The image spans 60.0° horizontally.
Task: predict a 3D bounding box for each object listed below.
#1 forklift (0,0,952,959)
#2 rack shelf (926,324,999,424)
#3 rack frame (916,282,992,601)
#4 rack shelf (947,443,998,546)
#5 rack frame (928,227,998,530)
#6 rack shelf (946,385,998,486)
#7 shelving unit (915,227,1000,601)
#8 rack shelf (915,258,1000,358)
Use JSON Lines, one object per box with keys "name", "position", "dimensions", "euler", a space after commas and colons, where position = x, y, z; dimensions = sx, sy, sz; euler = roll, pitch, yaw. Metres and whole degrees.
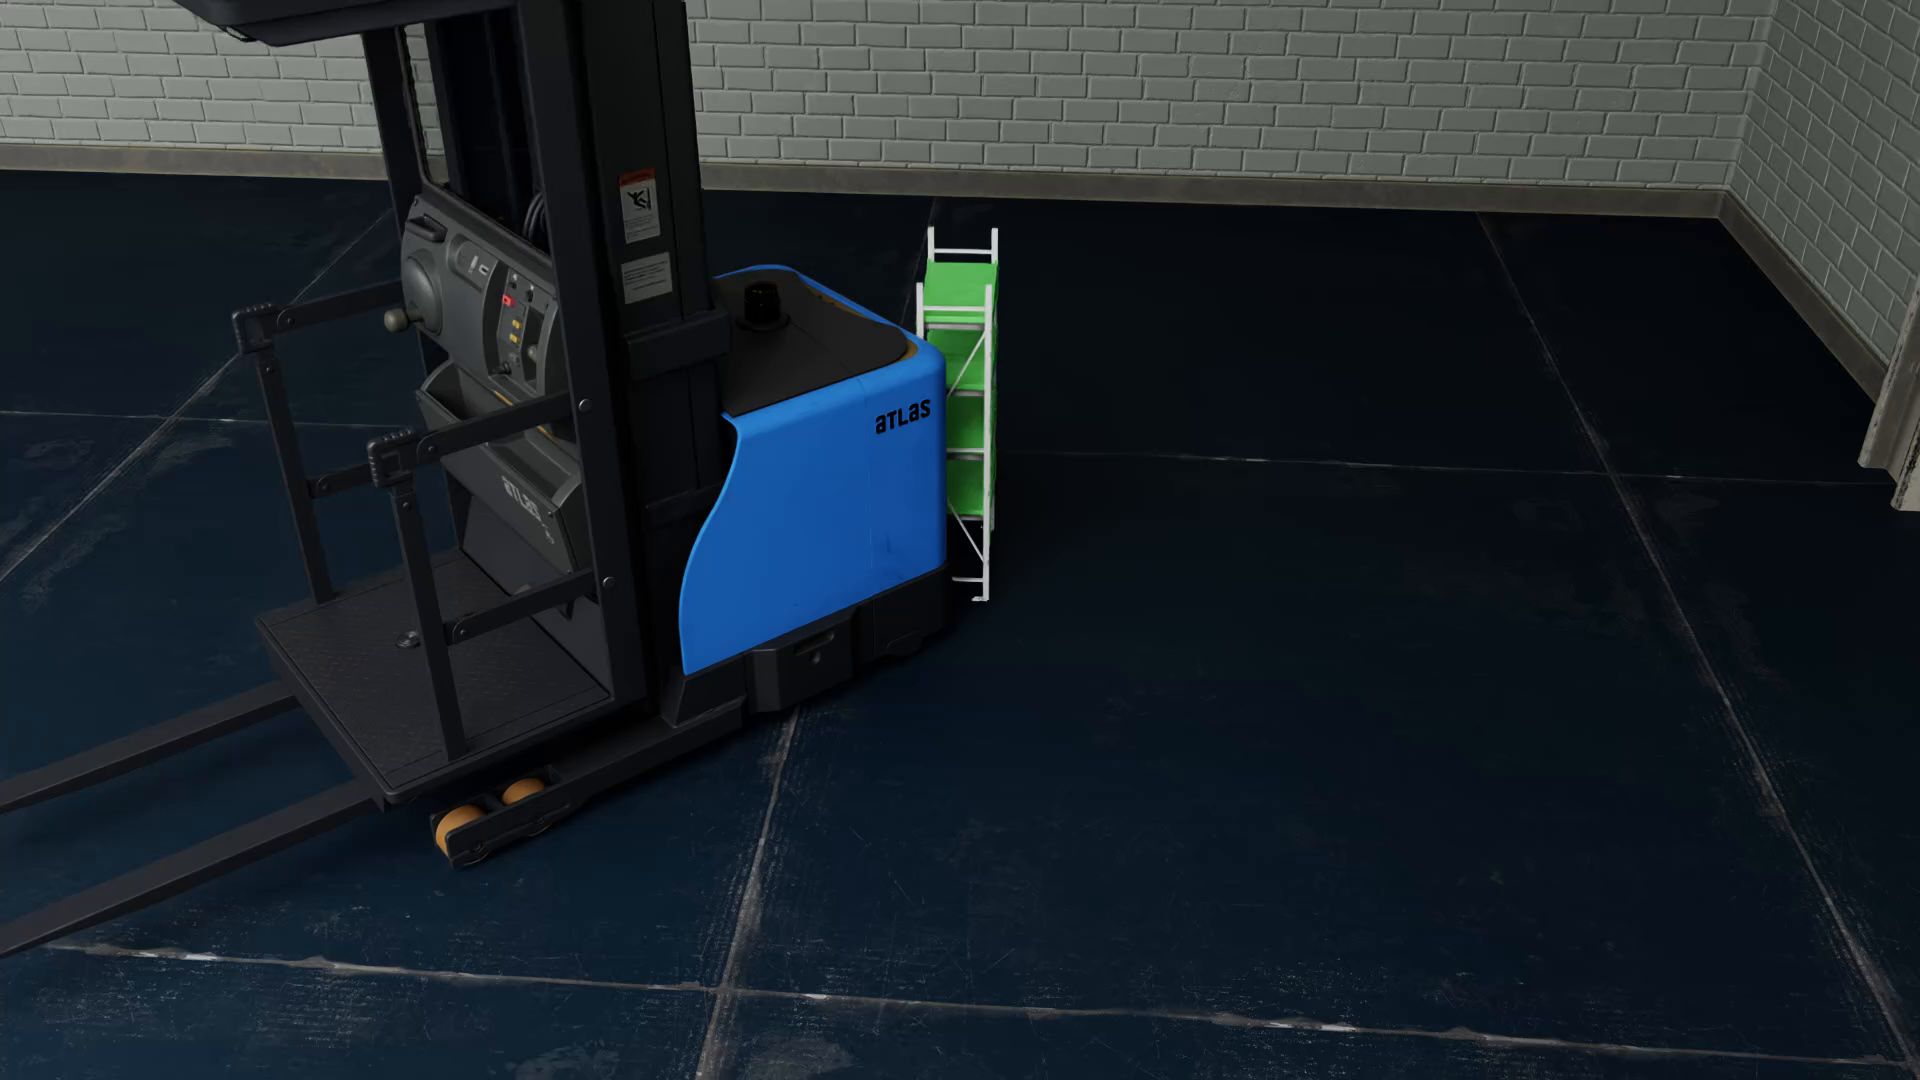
{"name": "forklift", "position": [-1.496, -0.635, 4.487], "dimensions": [3.031, 2.935, 1.130], "euler": [-23, 38, -32]}
{"name": "rack shelf", "position": [-0.004, -0.580, 5.711], "dimensions": [0.258, 0.148, 0.480], "euler": [2, 32, 3]}
{"name": "rack frame", "position": [-0.018, -0.302, 5.596], "dimensions": [0.240, 1.200, 0.015], "euler": [2, 32, 3]}
{"name": "rack shelf", "position": [-0.004, -0.171, 5.963], "dimensions": [0.258, 0.148, 0.480], "euler": [2, 32, 3]}
{"name": "rack frame", "position": [0.010, -0.557, 6.011], "dimensions": [0.240, 1.200, 0.015], "euler": [2, 32, 3]}
{"name": "rack shelf", "position": [-0.004, -0.375, 5.837], "dimensions": [0.258, 0.148, 0.480], "euler": [2, 32, 3]}
{"name": "shelving unit", "position": [-0.004, -0.430, 5.804], "dimensions": [0.258, 1.200, 0.503], "euler": [2, 32, 3]}
{"name": "rack shelf", "position": [-0.004, -0.784, 5.585], "dimensions": [0.258, 0.148, 0.480], "euler": [2, 32, 3]}
